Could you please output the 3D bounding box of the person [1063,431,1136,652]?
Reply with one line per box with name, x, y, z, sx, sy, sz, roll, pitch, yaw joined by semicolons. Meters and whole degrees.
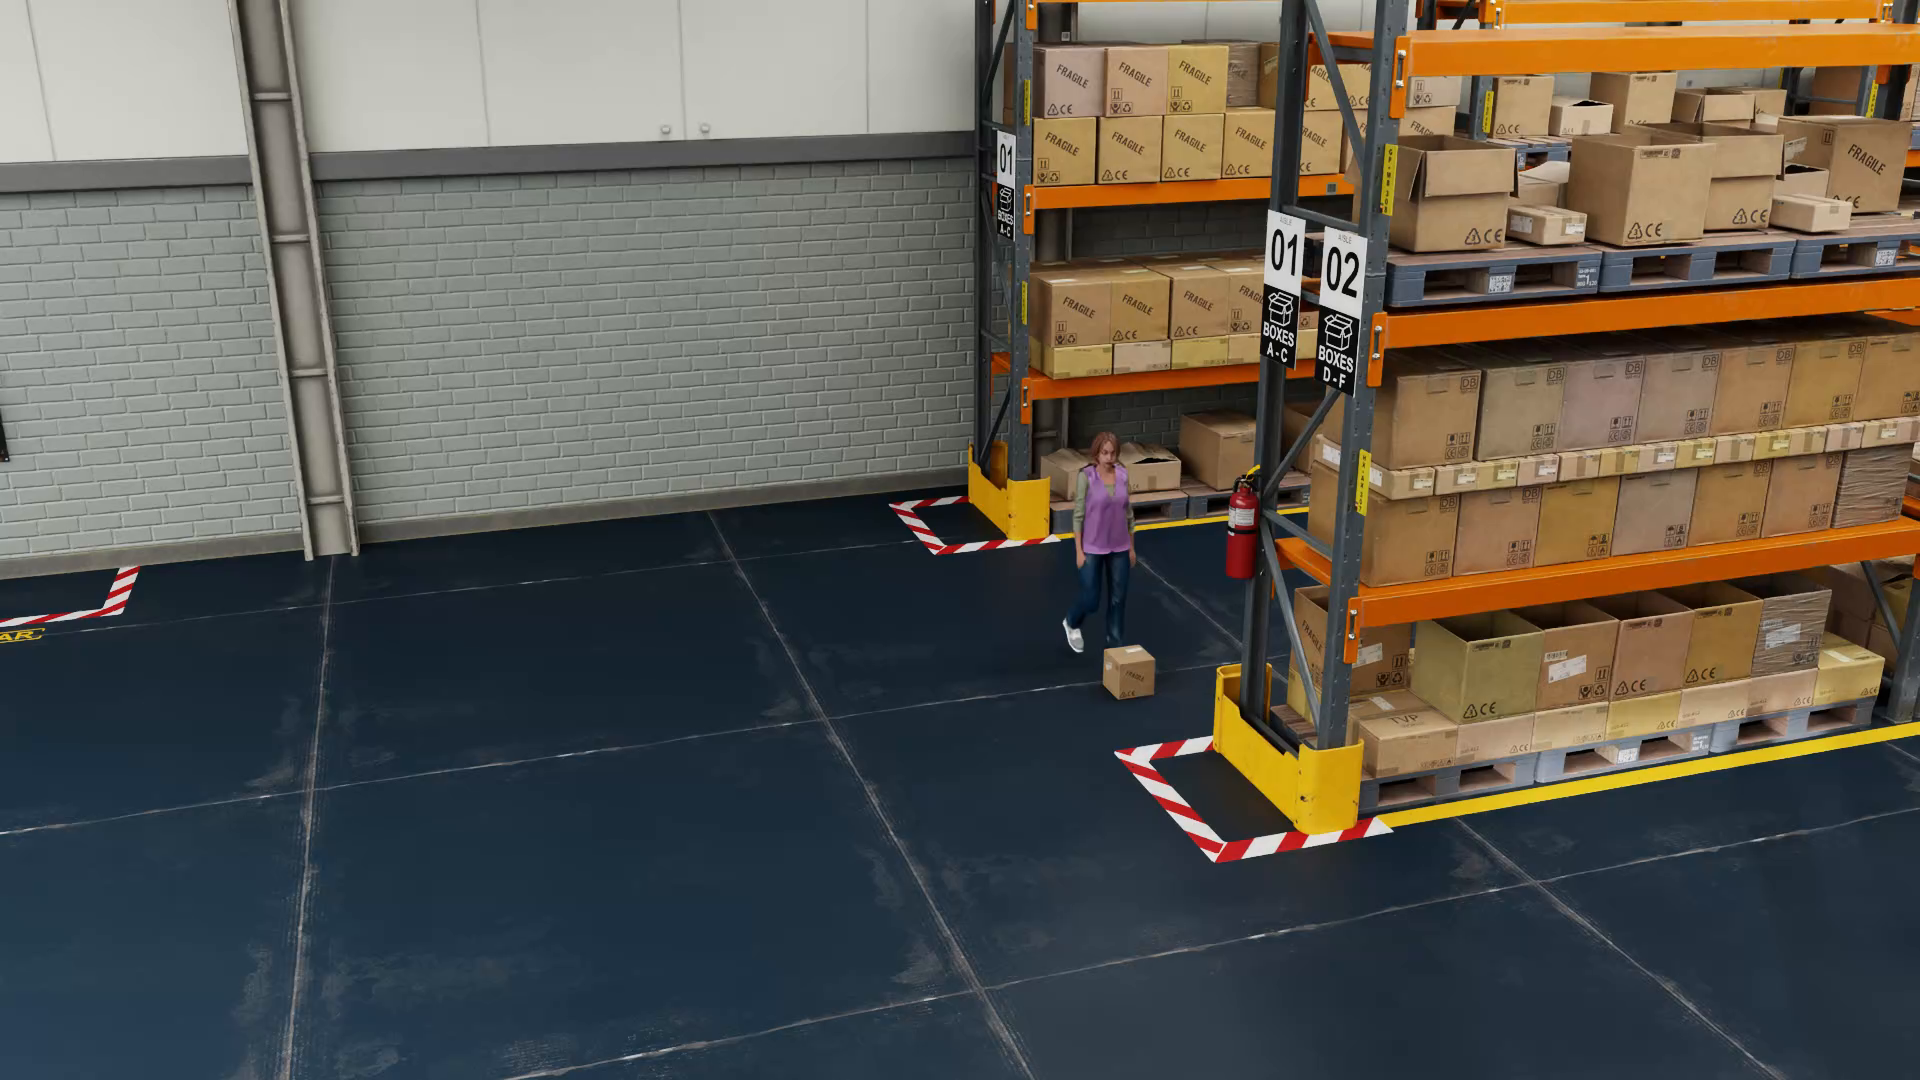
person;0.946;0.067;10.882;0.427;1.580;0.649;-6;20;-17
